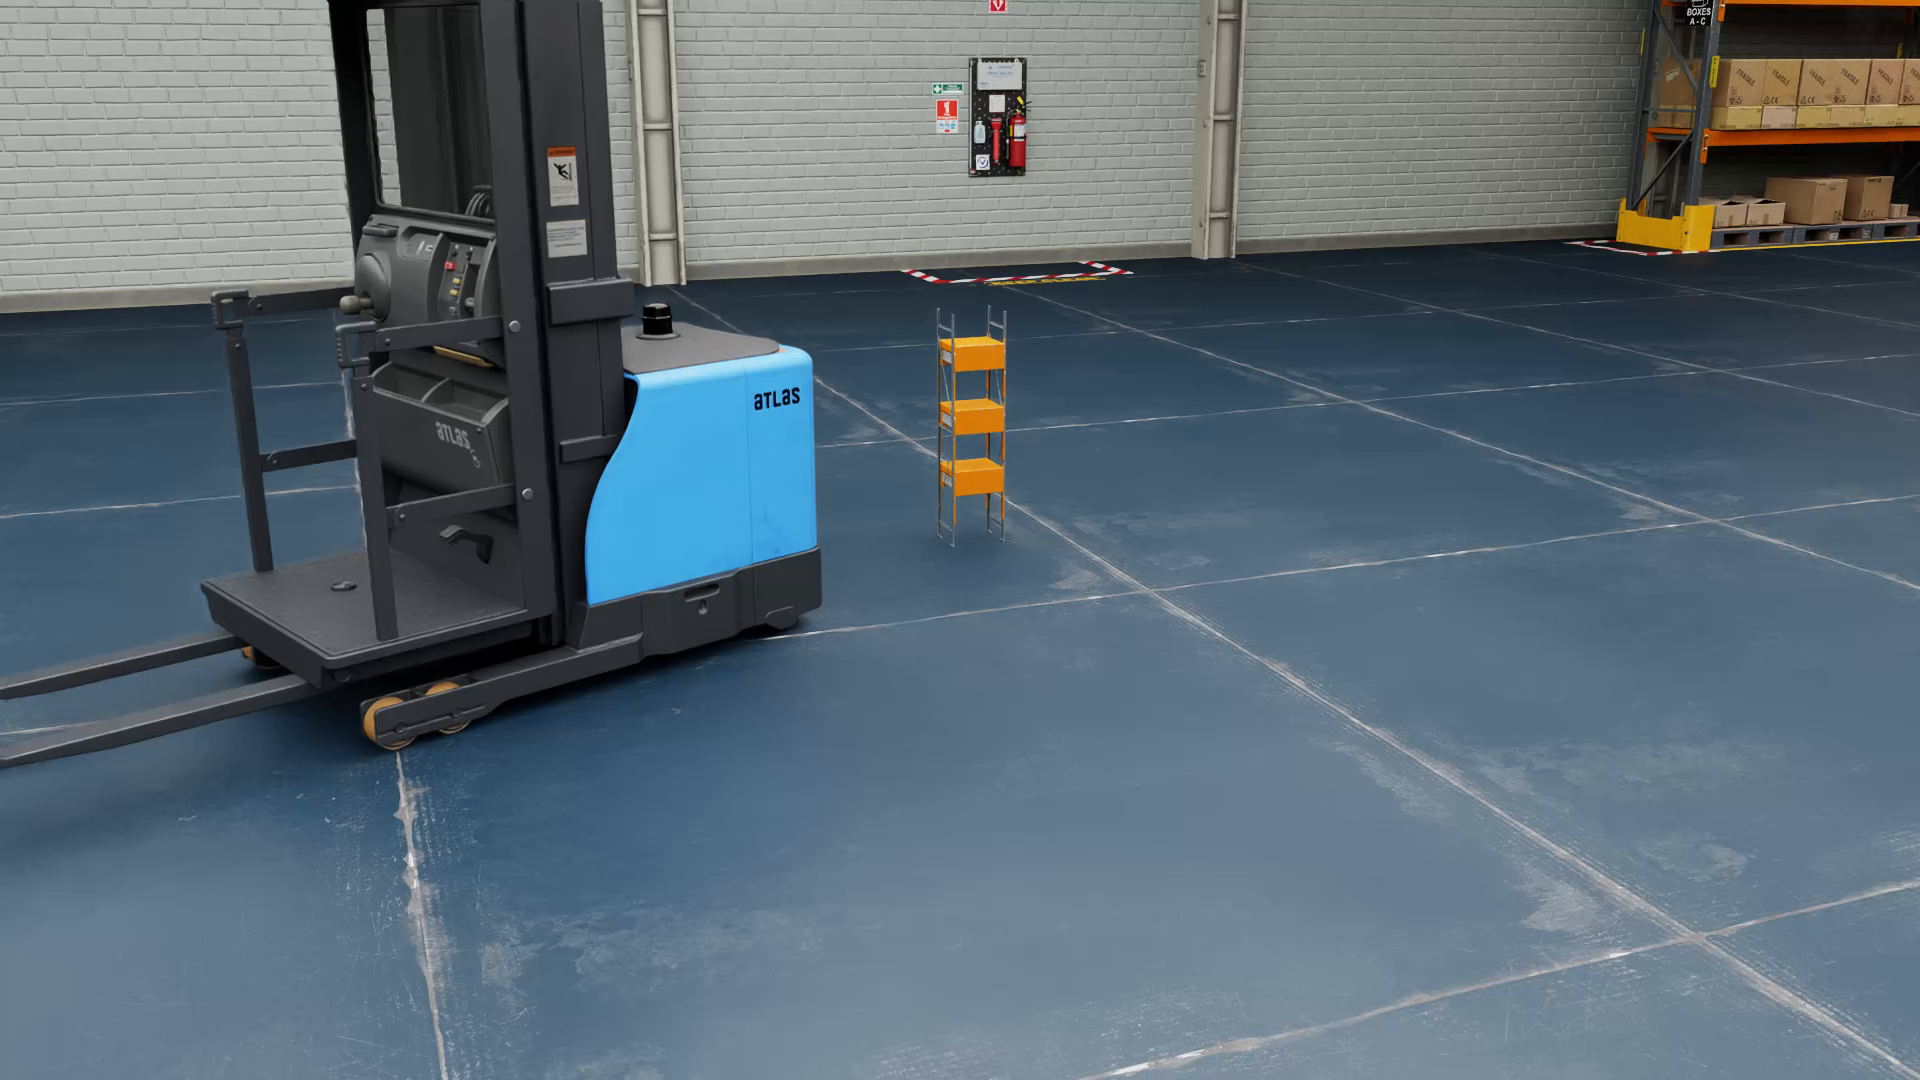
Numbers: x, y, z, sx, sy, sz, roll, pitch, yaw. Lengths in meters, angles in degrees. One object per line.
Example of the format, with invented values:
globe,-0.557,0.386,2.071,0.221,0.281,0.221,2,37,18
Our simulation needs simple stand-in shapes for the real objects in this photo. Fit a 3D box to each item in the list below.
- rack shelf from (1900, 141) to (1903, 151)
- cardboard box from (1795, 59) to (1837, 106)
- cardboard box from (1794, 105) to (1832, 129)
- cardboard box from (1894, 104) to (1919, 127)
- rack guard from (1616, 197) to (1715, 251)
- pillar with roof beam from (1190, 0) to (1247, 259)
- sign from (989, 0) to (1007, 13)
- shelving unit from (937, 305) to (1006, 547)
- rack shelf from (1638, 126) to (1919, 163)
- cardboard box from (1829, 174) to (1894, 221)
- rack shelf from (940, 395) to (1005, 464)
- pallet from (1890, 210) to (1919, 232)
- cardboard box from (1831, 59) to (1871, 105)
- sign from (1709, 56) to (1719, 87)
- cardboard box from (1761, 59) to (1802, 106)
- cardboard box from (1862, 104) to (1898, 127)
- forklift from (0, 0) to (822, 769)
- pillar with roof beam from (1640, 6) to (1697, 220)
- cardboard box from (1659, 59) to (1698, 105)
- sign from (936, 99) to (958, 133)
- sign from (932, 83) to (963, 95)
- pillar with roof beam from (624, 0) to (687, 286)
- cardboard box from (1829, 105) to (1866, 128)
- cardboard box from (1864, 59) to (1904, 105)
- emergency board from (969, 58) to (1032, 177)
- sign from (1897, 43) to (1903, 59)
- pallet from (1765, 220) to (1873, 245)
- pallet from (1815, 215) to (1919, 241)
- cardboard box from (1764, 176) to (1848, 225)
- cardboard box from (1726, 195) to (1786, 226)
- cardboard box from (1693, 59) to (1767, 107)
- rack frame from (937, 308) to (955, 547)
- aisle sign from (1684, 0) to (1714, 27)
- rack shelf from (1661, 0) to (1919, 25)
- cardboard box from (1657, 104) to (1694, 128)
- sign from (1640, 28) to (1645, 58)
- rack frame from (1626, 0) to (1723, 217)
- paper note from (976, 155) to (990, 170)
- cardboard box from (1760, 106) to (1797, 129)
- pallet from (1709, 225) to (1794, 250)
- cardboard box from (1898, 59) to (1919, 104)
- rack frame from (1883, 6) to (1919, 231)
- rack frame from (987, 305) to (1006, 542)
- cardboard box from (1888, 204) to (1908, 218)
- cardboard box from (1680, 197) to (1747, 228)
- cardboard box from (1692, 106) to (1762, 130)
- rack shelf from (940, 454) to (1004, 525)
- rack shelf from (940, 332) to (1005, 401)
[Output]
rack shelf,13.606,-5.080,20.851,4.000,0.370,1.077,-6,17,-20
cardboard box,9.506,-5.185,18.830,0.500,0.500,0.500,-7,18,-22
cardboard box,9.530,-4.830,18.952,0.500,0.250,0.500,-6,18,-21
cardboard box,10.936,-4.986,19.484,0.500,0.250,0.500,-6,17,-20
rack guard,8.074,-3.629,19.068,0.348,0.500,1.175,-6,17,-20
pillar with roof beam,4.285,-6.259,12.943,0.400,9.000,9.100,-6,17,-20
sign,0.380,-5.412,16.591,0.199,0.298,0.001,-6,17,-20
shelving unit,0.050,-0.509,7.469,0.252,1.050,0.215,-6,17,-20
rack shelf,9.871,-4.677,19.478,4.000,0.370,1.077,-6,17,-20
cardboard box,10.784,-4.120,19.961,0.500,0.500,0.500,-8,18,-24
rack shelf,0.050,-0.499,7.472,0.240,0.259,0.215,-6,17,-20
pallet,12.465,-3.965,20.725,1.213,0.211,1.003,-6,17,-20
cardboard box,9.984,-5.240,19.017,0.500,0.500,0.500,-6,17,-18
sign,8.198,-5.093,18.082,0.005,0.325,0.100,-6,17,-20
cardboard box,9.022,-5.134,18.658,0.500,0.500,0.500,-6,17,-20
cardboard box,10.472,-4.931,19.297,0.500,0.250,0.500,-6,17,-20
forklift,-1.955,-0.900,5.461,3.031,2.935,1.130,-15,22,-41
pillar with roof beam,9.888,-6.864,15.003,0.400,9.000,9.100,-6,17,-20
cardboard box,8.367,-5.221,18.955,0.500,0.500,0.500,-6,18,-21
sign,-0.130,-4.263,16.728,0.234,0.329,0.001,-6,17,-20
sign,-0.122,-4.515,16.647,0.331,0.109,0.001,-6,17,-20
pillar with roof beam,-1.318,-5.655,10.883,0.400,9.000,9.100,-6,17,-20
cardboard box,10.003,-4.880,19.123,0.500,0.250,0.500,-6,17,-20
cardboard box,10.470,-5.292,19.197,0.500,0.500,0.500,-7,18,-22
emergency board,0.423,-4.275,16.831,0.643,1.169,0.194,-6,17,-20
sign,11.537,-5.925,20.396,0.005,0.325,0.100,-6,17,-20
pallet,9.983,-3.685,19.771,1.213,0.211,1.003,-6,17,-20
pallet,11.124,-3.809,20.194,1.213,0.211,1.003,-6,17,-20
cardboard box,9.917,-3.997,19.540,0.500,0.500,0.700,-7,18,-24
cardboard box,9.214,-3.845,19.359,0.500,0.311,0.500,-5,17,-15
cardboard box,8.557,-5.087,18.497,0.500,0.500,0.500,-6,17,-20
rack frame,-0.064,-0.497,7.427,0.008,1.050,0.200,-6,17,-20
aisle sign,8.043,-5.982,18.030,0.004,0.787,0.394,-6,17,-20
rack shelf,9.871,-6.116,19.055,4.000,0.370,1.077,-6,17,-20
cardboard box,8.370,-4.856,19.042,0.500,0.250,0.500,-6,17,-19
sign,7.823,-5.676,18.986,0.005,0.325,0.100,-6,17,-20
rack frame,8.003,-4.820,18.690,0.127,3.000,1.000,-6,17,-20
paper note,0.233,-3.852,16.956,0.142,0.148,0.016,-6,17,-20
cardboard box,9.052,-4.780,18.782,0.500,0.250,0.500,-7,18,-22
pallet,8.846,-3.563,19.356,1.213,0.211,1.003,-6,17,-20
cardboard box,10.944,-5.340,19.360,0.500,0.500,0.500,-6,17,-20
rack frame,11.738,-5.224,20.063,0.127,3.000,1.000,-6,17,-20
rack frame,0.164,-0.521,7.511,0.008,1.050,0.200,-6,17,-20
cardboard box,11.250,-4.014,20.190,0.250,0.166,0.380,-9,18,-27
cardboard box,8.682,-3.788,19.164,0.500,0.311,0.500,-8,18,-26
cardboard box,8.573,-4.724,18.591,0.500,0.250,0.500,-7,18,-22
rack shelf,0.050,-0.232,7.550,0.240,0.259,0.215,-6,17,-20
rack shelf,0.050,-0.771,7.392,0.240,0.259,0.215,-6,17,-20
